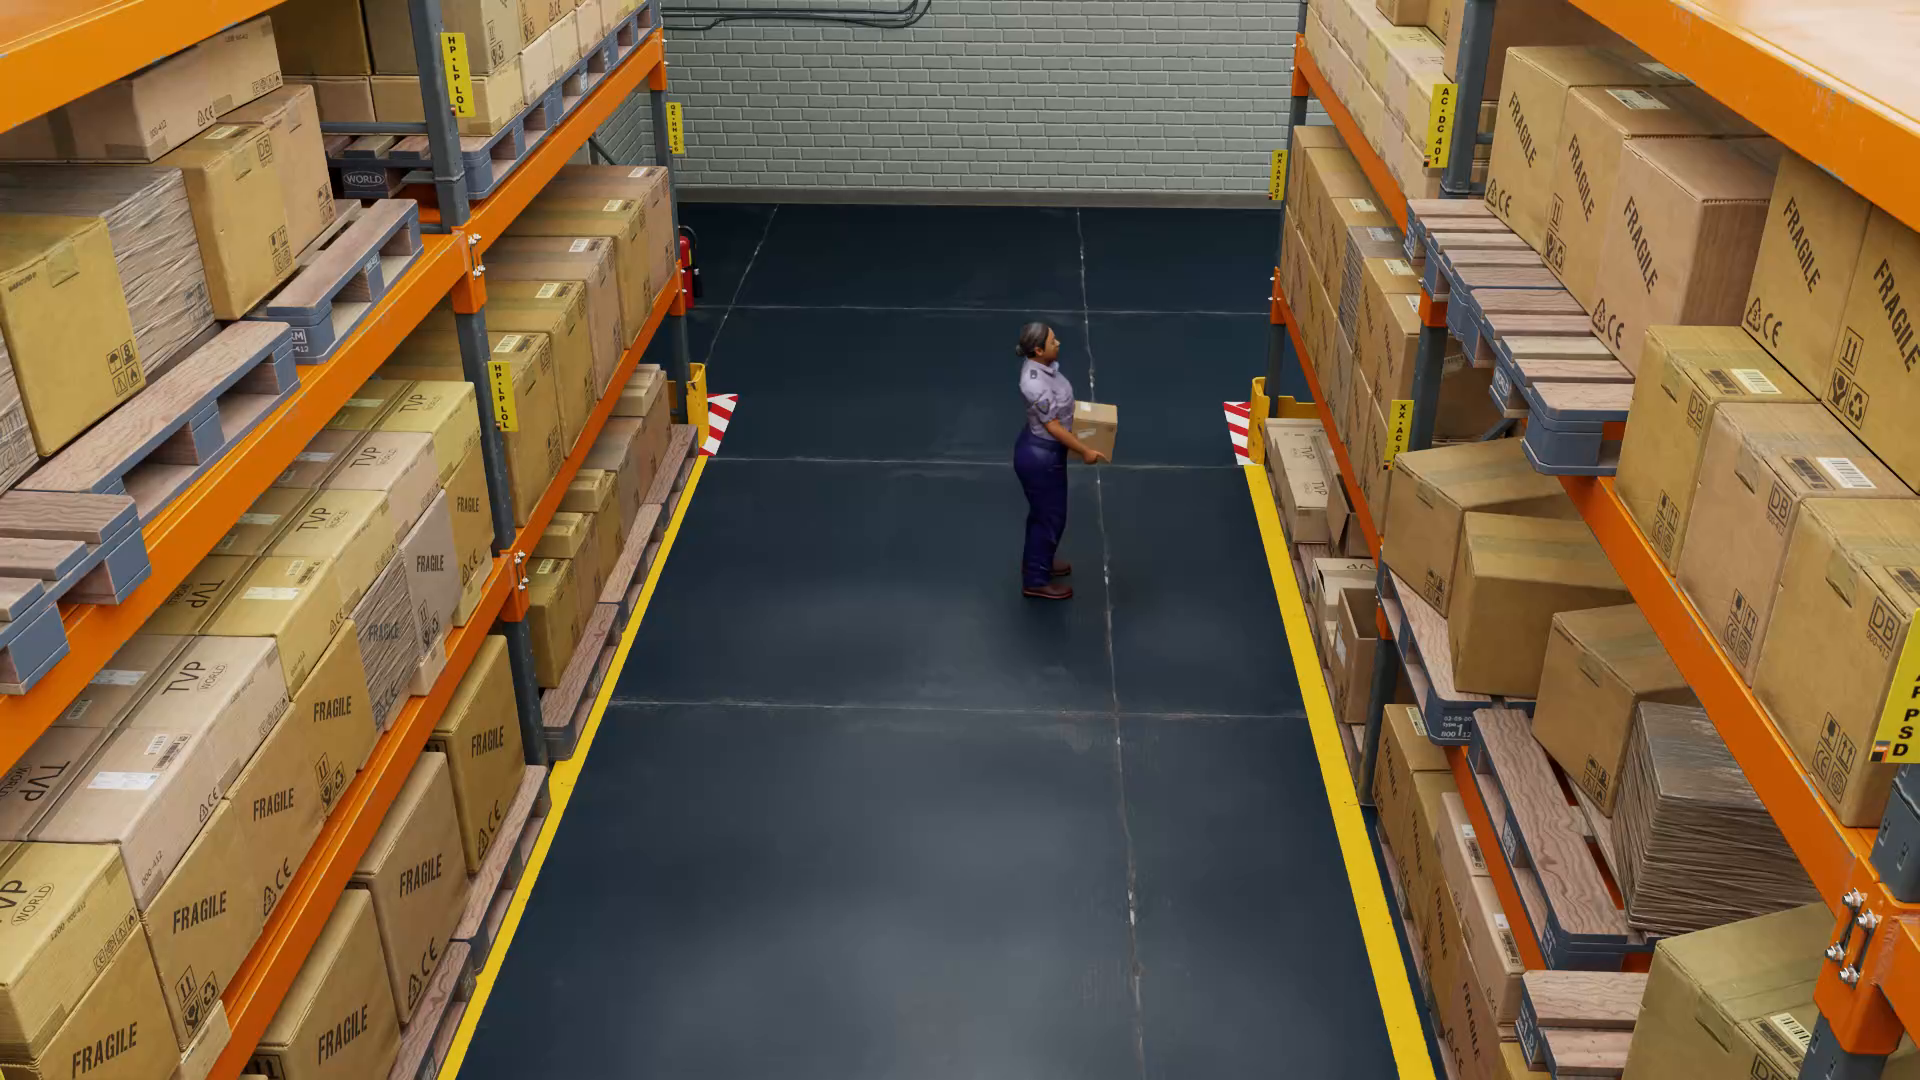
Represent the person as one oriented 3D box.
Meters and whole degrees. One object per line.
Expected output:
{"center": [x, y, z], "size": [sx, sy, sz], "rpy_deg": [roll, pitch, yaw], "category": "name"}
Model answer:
{"center": [0.567, -0.468, 9.525], "size": [0.525, 1.636, 0.452], "rpy_deg": [1, 28, 3], "category": "person"}
